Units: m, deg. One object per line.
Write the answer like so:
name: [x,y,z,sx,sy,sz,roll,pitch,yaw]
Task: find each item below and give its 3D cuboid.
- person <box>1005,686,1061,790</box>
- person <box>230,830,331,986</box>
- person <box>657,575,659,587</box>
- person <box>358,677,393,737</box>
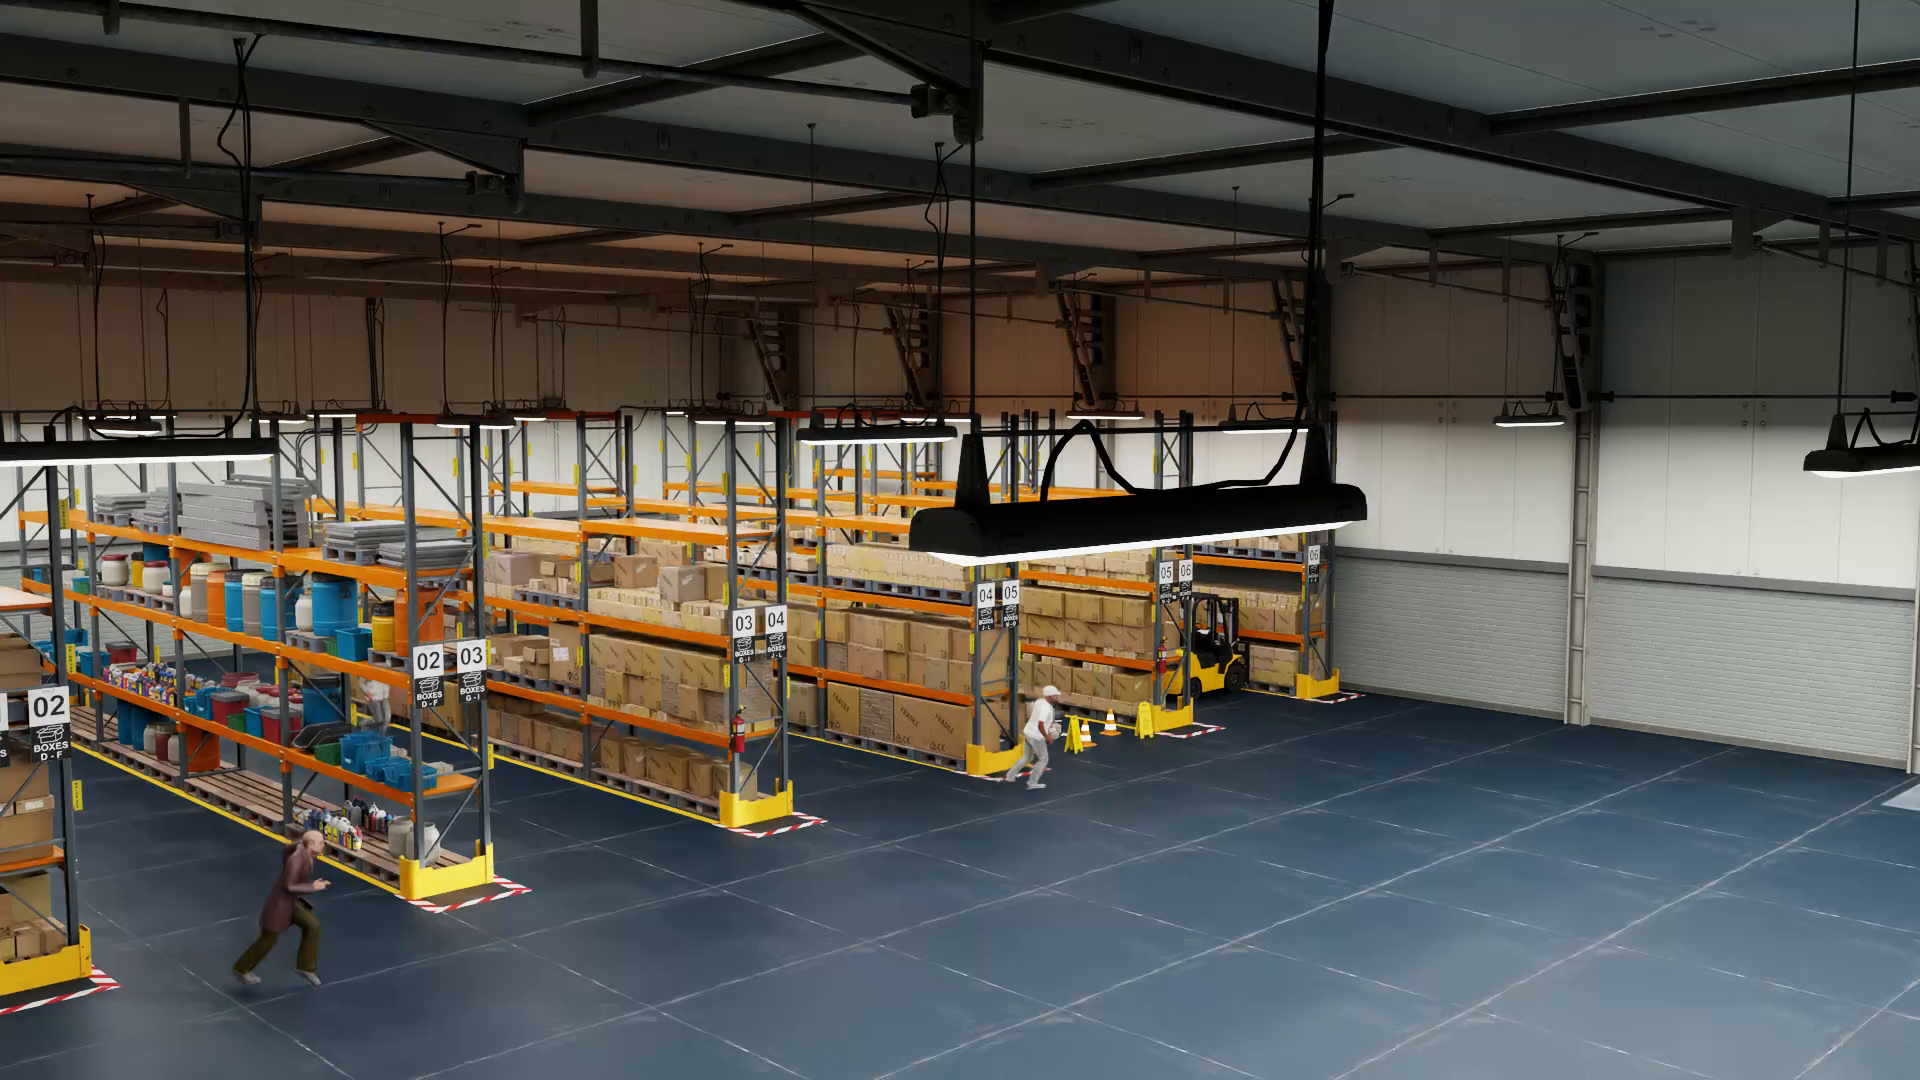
person: [1.180,3.178,26.748,0.865,1.673,0.676,-1,5,-16]
person: [-7.261,3.974,17.810,1.048,1.743,0.750,-1,5,-7]
person: [-8.151,1.577,45.217,0.621,1.643,0.848,4,6,37]
person: [-10.643,2.859,30.266,0.622,1.731,0.674,3,6,32]
